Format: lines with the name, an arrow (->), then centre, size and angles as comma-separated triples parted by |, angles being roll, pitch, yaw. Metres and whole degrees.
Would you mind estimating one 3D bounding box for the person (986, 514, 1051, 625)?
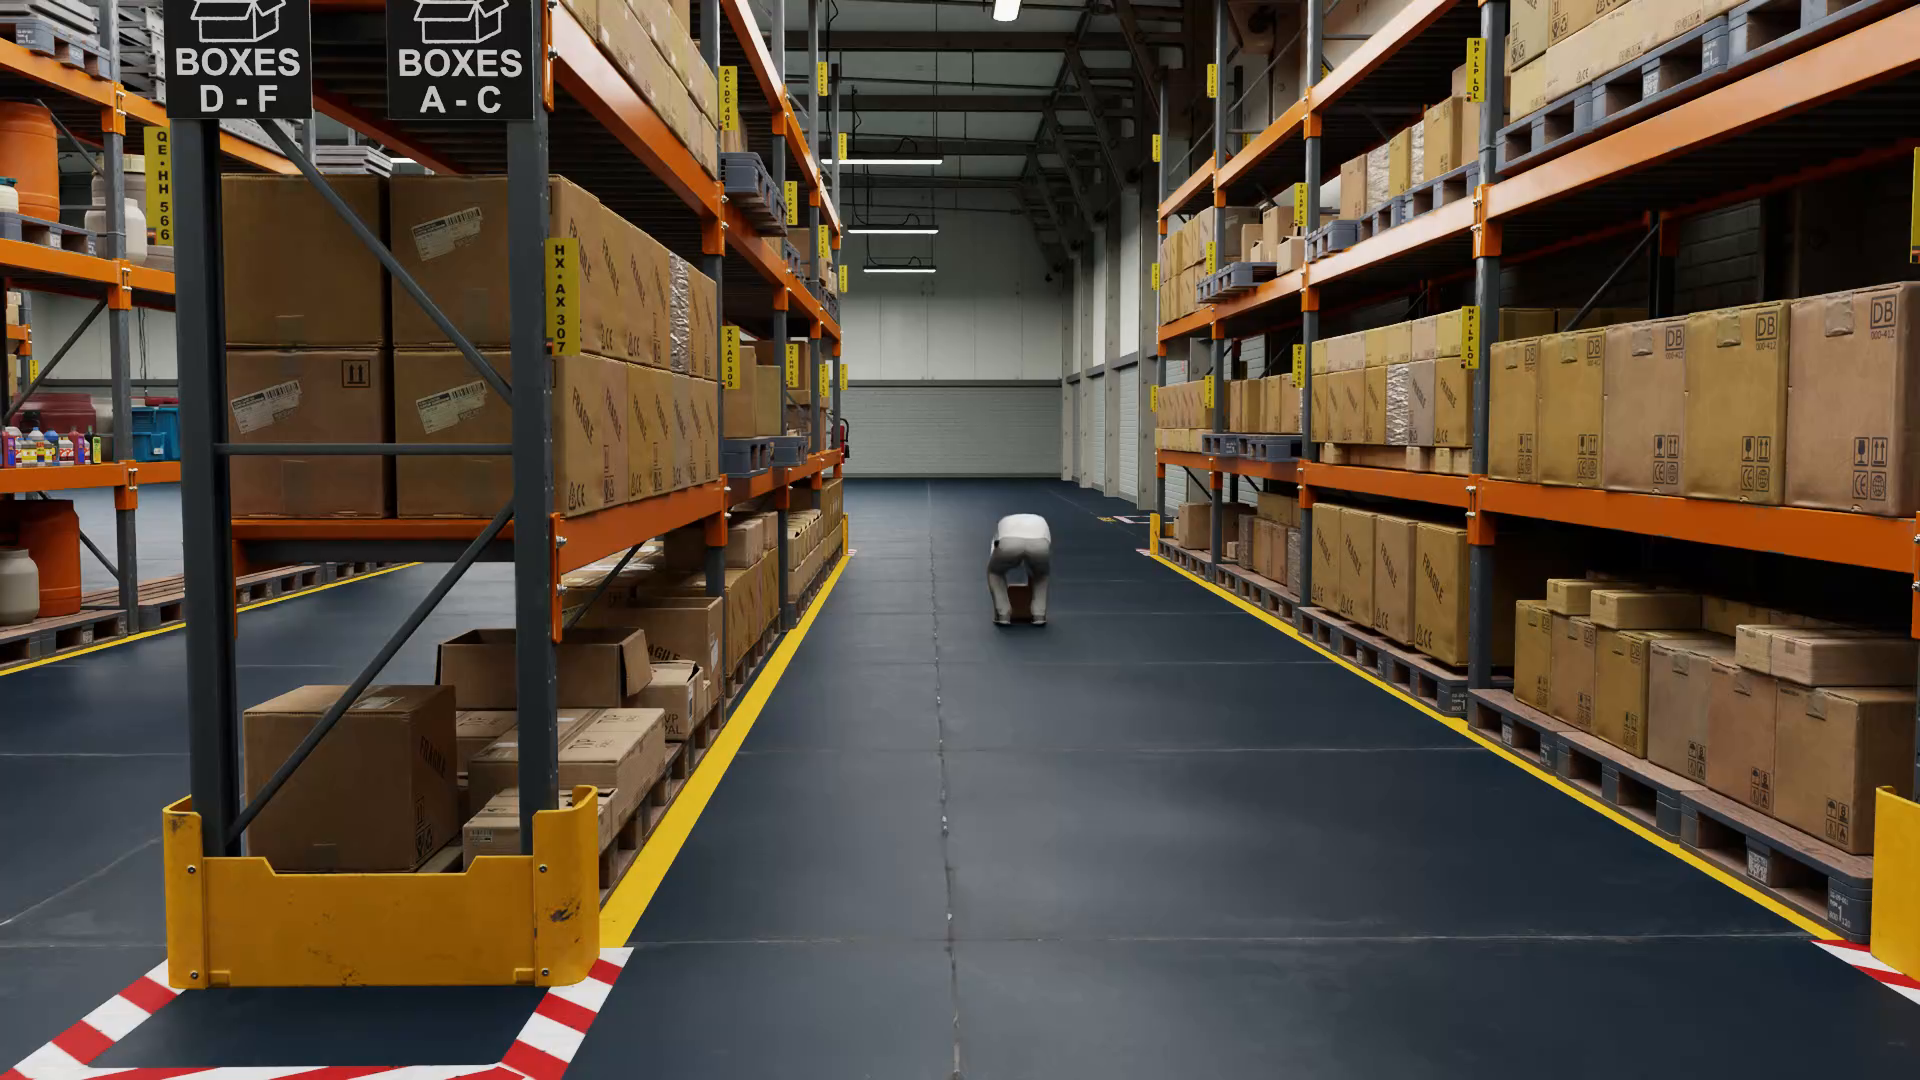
person -> 0.473, 0.227, 13.417 | 0.520, 0.886, 0.936 | 0, 4, -4
